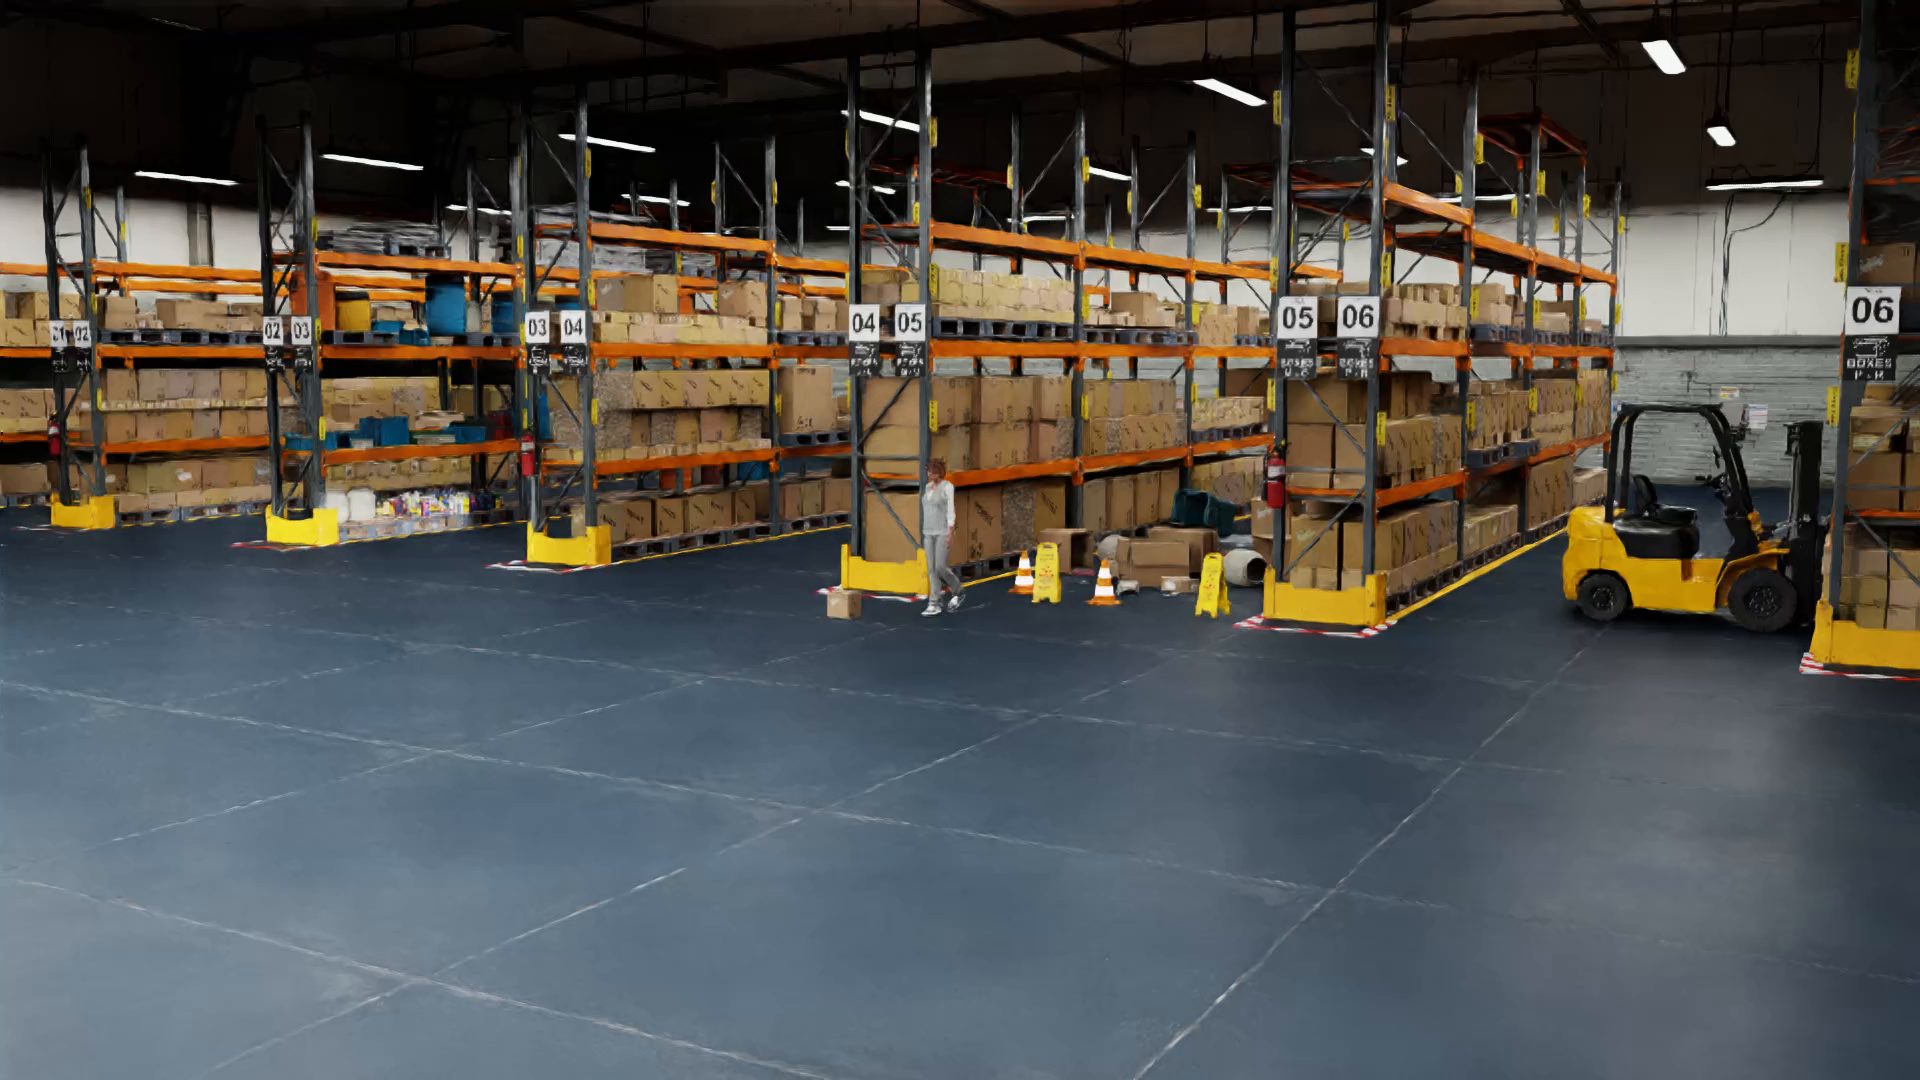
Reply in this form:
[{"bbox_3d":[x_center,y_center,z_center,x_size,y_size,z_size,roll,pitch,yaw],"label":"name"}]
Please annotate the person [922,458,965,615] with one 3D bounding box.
[{"bbox_3d":[-0.202,-0.043,16.891,0.435,1.590,0.538,6,9,44],"label":"person"}]
